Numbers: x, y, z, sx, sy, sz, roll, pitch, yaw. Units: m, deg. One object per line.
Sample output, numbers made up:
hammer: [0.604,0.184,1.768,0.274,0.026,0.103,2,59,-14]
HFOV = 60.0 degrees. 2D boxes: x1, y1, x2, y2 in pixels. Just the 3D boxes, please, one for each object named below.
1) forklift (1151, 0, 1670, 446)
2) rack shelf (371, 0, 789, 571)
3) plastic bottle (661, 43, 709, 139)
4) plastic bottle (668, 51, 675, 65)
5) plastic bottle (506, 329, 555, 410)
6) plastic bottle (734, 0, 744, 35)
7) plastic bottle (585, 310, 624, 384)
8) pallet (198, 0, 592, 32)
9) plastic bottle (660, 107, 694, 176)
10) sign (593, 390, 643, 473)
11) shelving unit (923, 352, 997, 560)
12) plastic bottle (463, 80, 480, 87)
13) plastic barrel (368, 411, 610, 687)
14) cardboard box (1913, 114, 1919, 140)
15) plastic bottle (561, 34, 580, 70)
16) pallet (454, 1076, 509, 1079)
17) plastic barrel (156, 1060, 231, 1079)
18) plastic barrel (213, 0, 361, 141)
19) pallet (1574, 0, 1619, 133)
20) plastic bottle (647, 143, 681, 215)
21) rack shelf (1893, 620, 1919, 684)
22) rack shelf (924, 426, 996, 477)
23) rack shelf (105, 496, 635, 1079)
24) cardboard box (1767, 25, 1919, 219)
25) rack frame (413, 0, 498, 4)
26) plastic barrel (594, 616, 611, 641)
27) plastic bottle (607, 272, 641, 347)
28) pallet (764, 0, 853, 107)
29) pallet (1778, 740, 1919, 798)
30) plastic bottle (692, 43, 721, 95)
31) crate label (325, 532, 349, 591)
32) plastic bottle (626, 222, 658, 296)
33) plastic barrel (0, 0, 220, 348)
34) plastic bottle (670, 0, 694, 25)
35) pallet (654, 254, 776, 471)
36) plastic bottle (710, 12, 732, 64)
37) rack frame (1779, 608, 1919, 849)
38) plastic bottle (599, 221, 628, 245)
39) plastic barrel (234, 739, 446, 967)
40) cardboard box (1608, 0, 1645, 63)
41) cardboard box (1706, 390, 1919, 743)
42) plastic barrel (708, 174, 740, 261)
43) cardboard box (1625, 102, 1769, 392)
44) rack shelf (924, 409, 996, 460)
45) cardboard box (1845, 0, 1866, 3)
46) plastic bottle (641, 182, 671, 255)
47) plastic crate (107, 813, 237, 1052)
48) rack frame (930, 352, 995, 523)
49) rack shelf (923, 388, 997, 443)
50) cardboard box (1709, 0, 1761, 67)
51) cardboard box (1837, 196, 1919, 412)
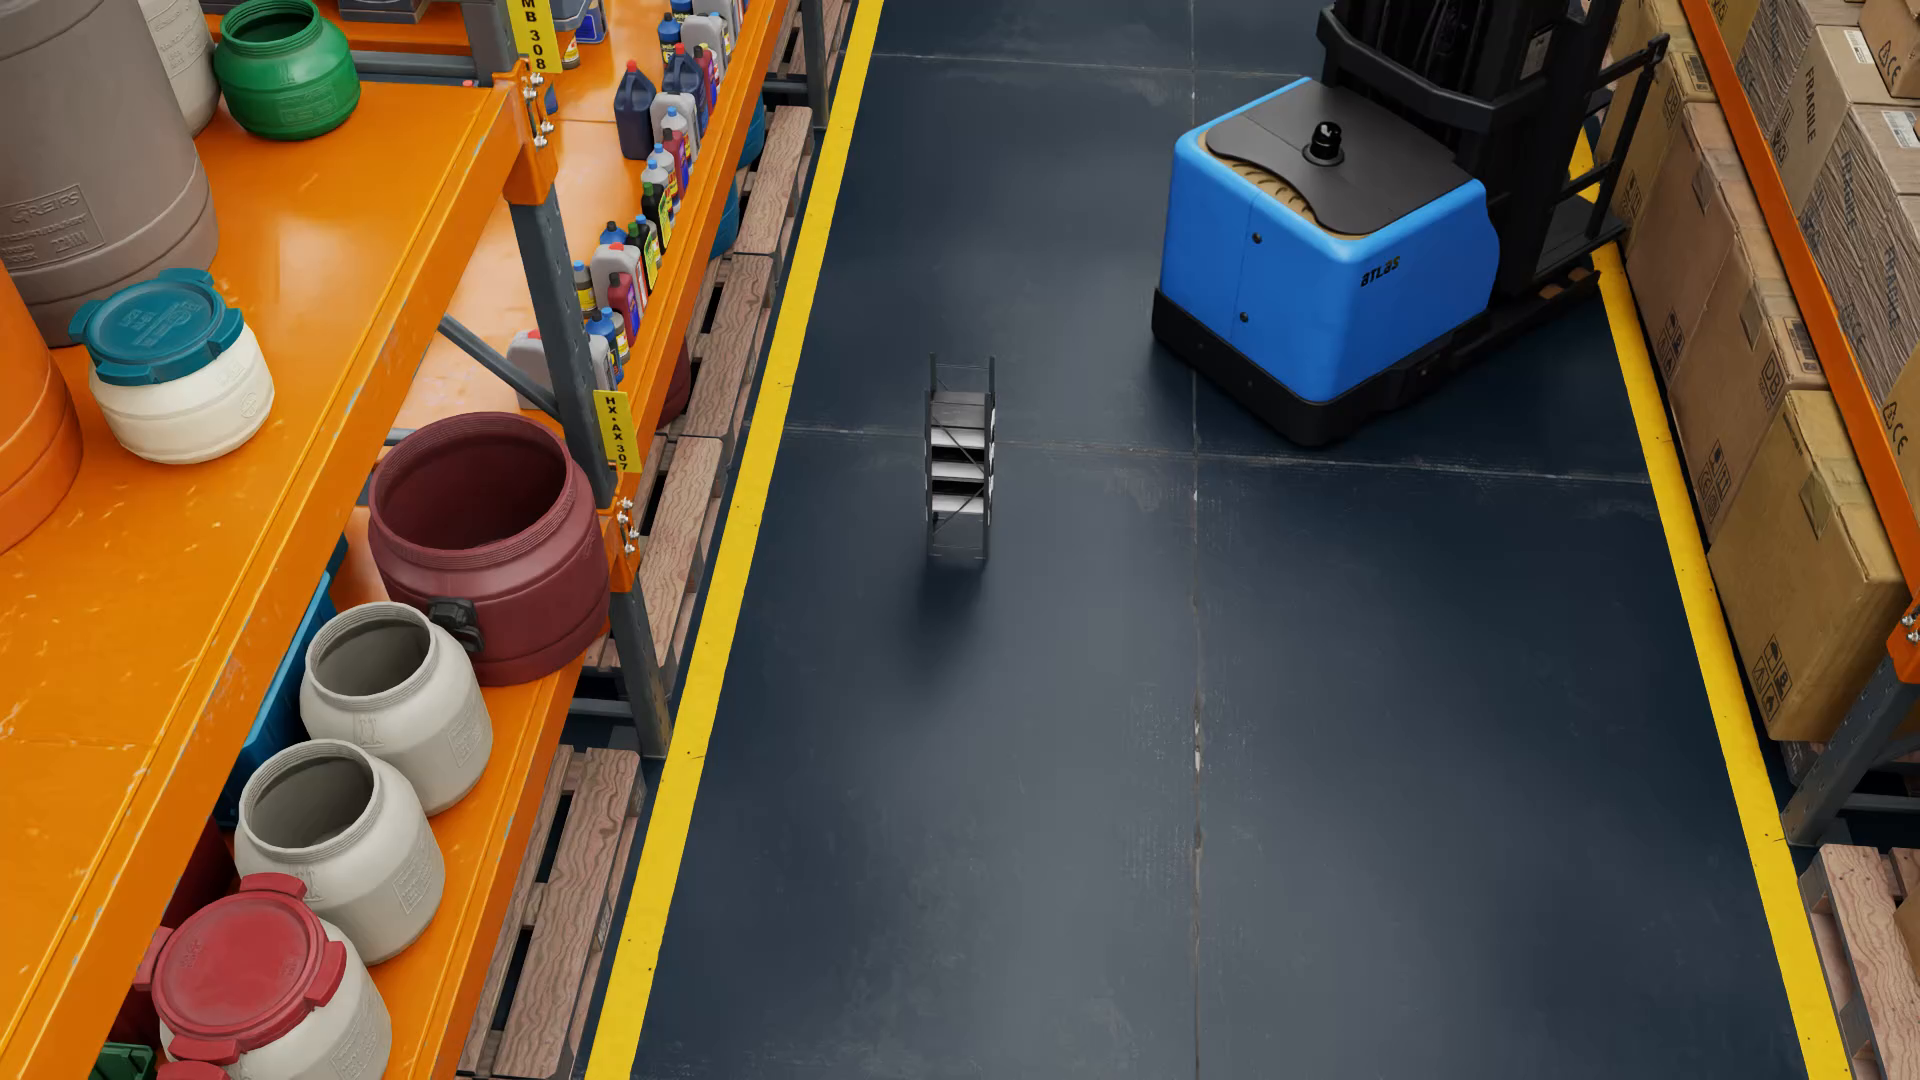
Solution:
forklift: [2.344,-2.290,6.858,3.031,2.935,1.130,-29,54,-24]
rack shelf: [-1.373,-1.520,6.595,1.077,0.370,4.000,4,48,4]
plastic bottle: [-1.049,-1.709,6.314,0.144,0.351,0.185,4,48,4]
plastic bottle: [-1.073,-1.789,6.440,0.097,0.271,0.097,0,48,0]
plastic bottle: [-1.345,-0.558,5.312,0.152,0.276,0.135,4,48,4]
plastic bottle: [-0.984,-2.240,6.850,0.152,0.276,0.135,4,48,4]
plastic bottle: [-1.156,-0.630,5.380,0.097,0.271,0.097,0,48,0]
pallet: [-1.388,-1.798,4.456,1.003,0.211,1.213,4,48,4]
plastic bottle: [-1.051,-1.478,6.156,0.097,0.271,0.097,0,48,0]
sign: [-1.007,-0.317,4.896,0.100,0.325,0.005,4,48,4]
shelving unit: [0.001,-0.310,6.423,0.258,0.900,0.210,4,48,4]
plastic bottle: [-1.783,-1.557,6.174,0.144,0.351,0.185,4,48,4]
plastic barrel: [-1.296,0.022,4.605,0.600,0.536,0.708,4,48,4]
cardboard box: [3.522,-1.347,5.202,0.797,0.503,0.637,5,48,4]
plastic bottle: [-1.592,-2.006,6.686,0.097,0.201,0.097,0,48,0]
pallet: [-1.778,2.108,4.679,1.003,0.211,1.213,4,48,4]
plastic barrel: [-1.547,1.373,3.370,0.433,0.535,0.433,0,48,0]
plastic barrel: [-1.527,-1.068,3.767,0.294,0.245,0.294,0,48,0]
pallet: [3.889,-2.512,8.905,1.003,0.211,1.213,4,48,4]
plastic bottle: [-1.072,-1.309,6.001,0.097,0.271,0.097,0,48,0]
rack shelf: [3.195,1.752,3.602,1.077,0.370,4.000,4,48,4]
rack shelf: [0.001,-0.348,6.382,0.258,0.077,0.200,4,48,4]
rack shelf: [-1.737,1.419,3.907,1.077,0.370,4.000,4,48,4]
cardboard box: [3.318,-1.495,6.017,0.500,0.500,0.500,5,48,4]
rack frame: [-1.555,-2.318,2.772,1.000,3.000,0.127,4,48,4]
plastic barrel: [-1.527,-0.063,5.961,0.600,0.830,0.708,4,48,4]
plastic bottle: [-1.118,-0.789,5.518,0.061,0.283,0.133,4,48,4]
pallet: [-1.162,-2.835,9.199,1.003,0.211,1.213,4,48,4]
pallet: [3.524,0.407,6.235,1.003,0.211,1.213,4,48,4]
plastic bottle: [-1.000,-1.859,6.552,0.097,0.201,0.097,0,48,0]
crate label: [-1.967,0.047,4.787,0.303,0.233,0.416,4,48,4]
plastic bottle: [-1.094,-0.986,5.698,0.061,0.283,0.133,4,48,4]
plastic barrel: [-1.846,-0.886,3.155,0.600,0.901,0.600,0,48,0]
plastic bottle: [-1.122,-2.135,6.757,0.097,0.271,0.097,0,48,0]
pallet: [-1.411,-0.828,7.365,1.003,0.211,1.213,4,48,4]
plastic bottle: [-0.979,-2.029,6.708,0.097,0.201,0.097,0,48,0]
rack frame: [3.377,0.040,4.681,1.000,3.000,0.127,4,48,4]
plastic bottle: [-1.174,-0.974,5.695,0.097,0.271,0.097,0,48,0]
plastic barrel: [-1.474,0.749,3.957,0.421,0.512,0.421,0,48,0]
cardboard box: [3.882,-2.804,8.437,0.875,0.875,0.875,4,48,4]
cardboard box: [3.461,0.109,5.773,1.225,0.875,0.875,2,48,2]
plastic barrel: [-1.322,-1.747,7.453,0.600,0.901,0.708,4,48,4]
cardboard box: [3.623,-1.196,6.966,1.225,0.875,0.875,2,48,2]
rack shelf: [0.001,-0.409,6.315,0.258,0.077,0.200,4,48,4]
cardboard box: [3.618,-2.298,6.072,0.797,0.503,0.637,4,48,4]
plastic bottle: [-1.073,-1.155,5.853,0.061,0.283,0.133,4,48,4]
plastic crate: [-2.007,0.852,3.895,0.402,0.464,0.583,4,48,4]
rack frame: [0.010,-0.384,6.492,0.240,0.900,0.006,4,48,4]
rack shelf: [0.001,-0.469,6.249,0.258,0.077,0.200,4,48,4]
cardboard box: [3.406,-2.243,6.701,0.500,0.500,0.500,4,48,4]
cardboard box: [3.227,-0.739,5.326,0.500,0.500,0.500,3,48,3]
